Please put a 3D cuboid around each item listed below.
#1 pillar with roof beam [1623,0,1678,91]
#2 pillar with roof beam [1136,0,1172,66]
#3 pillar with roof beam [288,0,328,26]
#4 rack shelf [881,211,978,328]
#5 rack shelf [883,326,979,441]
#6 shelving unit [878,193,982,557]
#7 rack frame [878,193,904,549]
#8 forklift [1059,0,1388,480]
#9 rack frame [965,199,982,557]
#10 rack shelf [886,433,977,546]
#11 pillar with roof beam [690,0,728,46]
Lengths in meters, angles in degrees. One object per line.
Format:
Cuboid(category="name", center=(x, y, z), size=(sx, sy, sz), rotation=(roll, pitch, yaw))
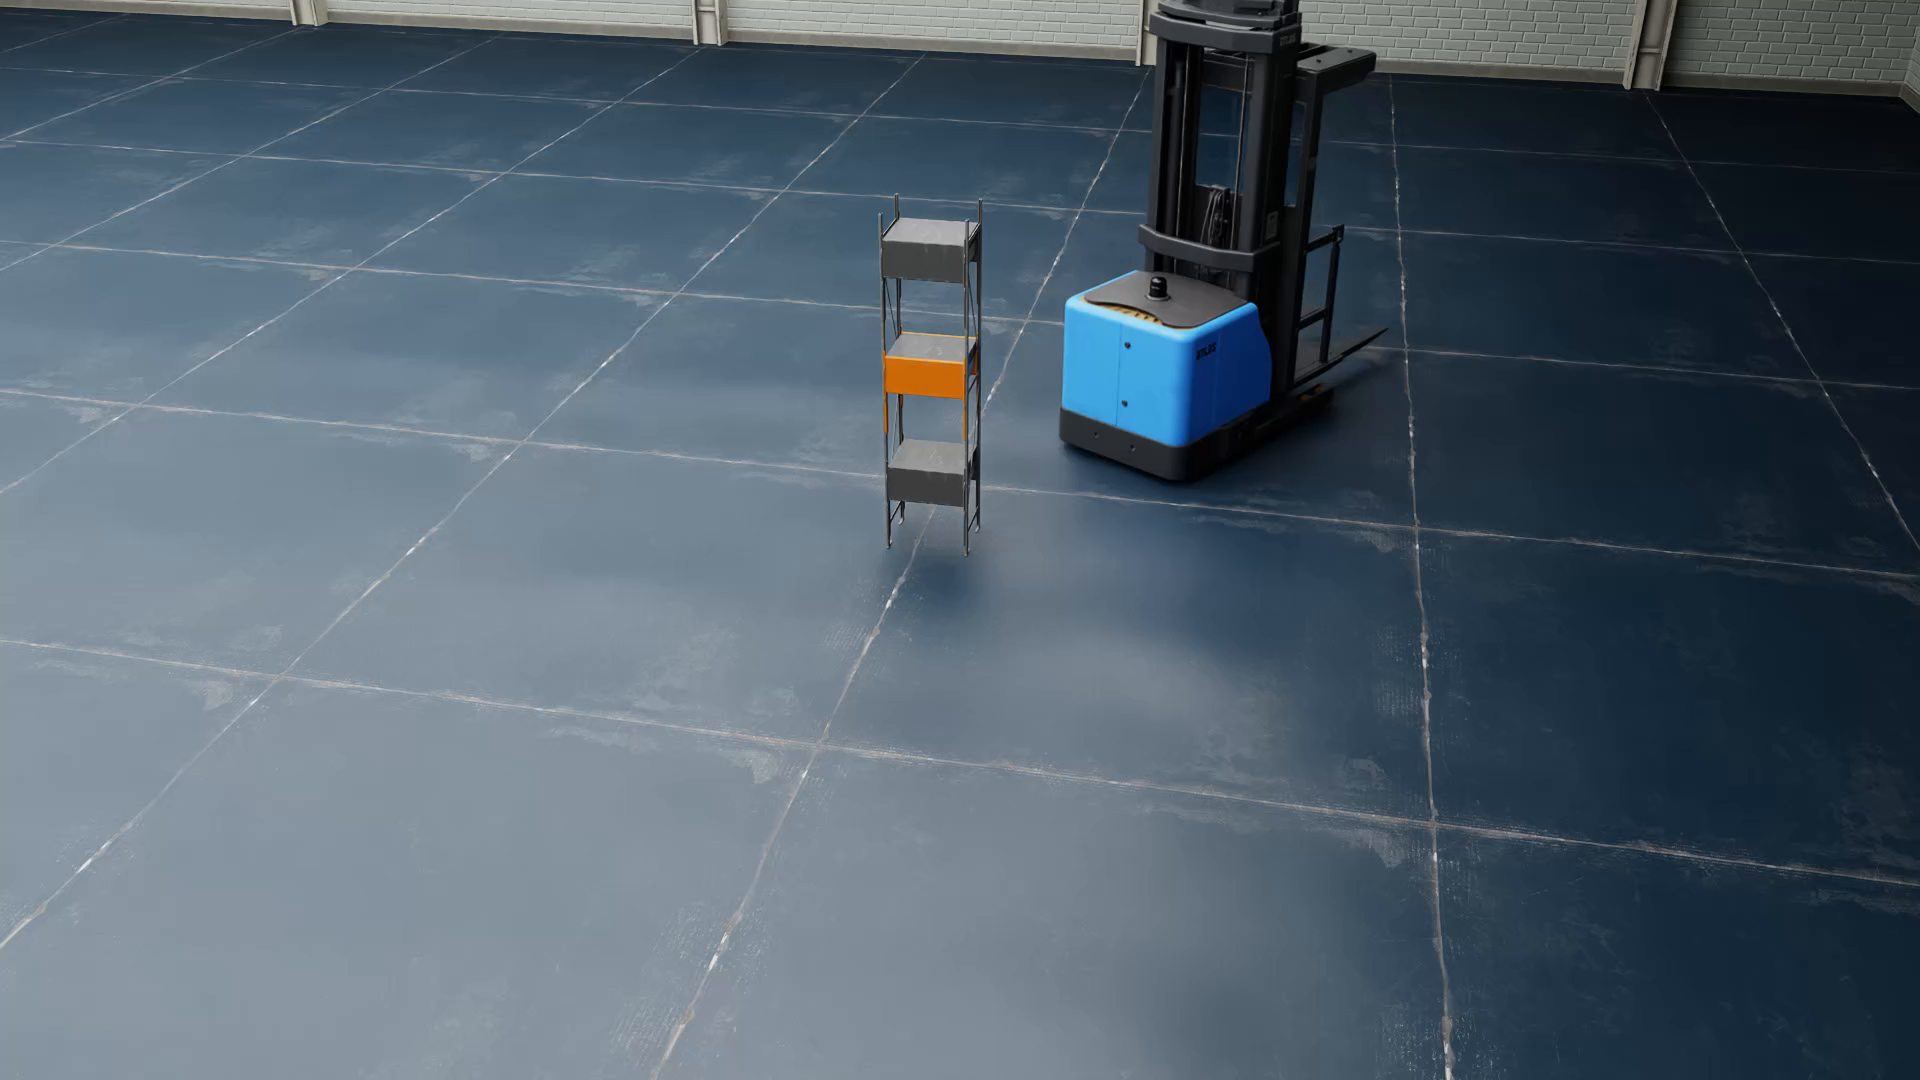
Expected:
Cuboid(category="pillar with roof beam", center=(7.457, -7.486, 14.552), size=(0.400, 9.000, 9.100), rotation=(6, 29, 11))
Cuboid(category="pillar with roof beam", center=(1.590, -8.087, 15.651), size=(0.400, 9.000, 9.100), rotation=(6, 29, 11))
Cuboid(category="pillar with roof beam", center=(-10.146, -9.291, 17.849), size=(0.400, 9.000, 9.100), rotation=(6, 29, 11))
Cuboid(category="rack shelf", center=(-0.162, -1.540, 9.447), size=(0.480, 0.518, 0.431), rotation=(6, 29, 11))
Cuboid(category="rack shelf", center=(-0.162, -0.926, 9.783), size=(0.480, 0.518, 0.431), rotation=(6, 29, 11))
Cuboid(category="shelving unit", center=(-0.162, -0.938, 9.776), size=(0.503, 2.100, 0.431), rotation=(6, 29, 11))
Cuboid(category="rack frame", center=(-0.401, -0.962, 9.821), size=(0.015, 2.100, 0.400), rotation=(6, 29, 11))
Cuboid(category="forklift", center=(2.035, -2.298, 11.396), size=(1.130, 2.935, 3.031), rotation=(23, 36, 36))
Cuboid(category="rack frame", center=(0.077, -0.913, 9.731), size=(0.015, 2.100, 0.400), rotation=(6, 29, 11))
Cuboid(category="rack shelf", center=(-0.162, -0.312, 10.119), size=(0.480, 0.518, 0.431), rotation=(6, 29, 11))
Cuboid(category="pillar with roof beam", center=(-4.278, -8.689, 16.750), size=(0.400, 9.000, 9.100), rotation=(6, 29, 11))
